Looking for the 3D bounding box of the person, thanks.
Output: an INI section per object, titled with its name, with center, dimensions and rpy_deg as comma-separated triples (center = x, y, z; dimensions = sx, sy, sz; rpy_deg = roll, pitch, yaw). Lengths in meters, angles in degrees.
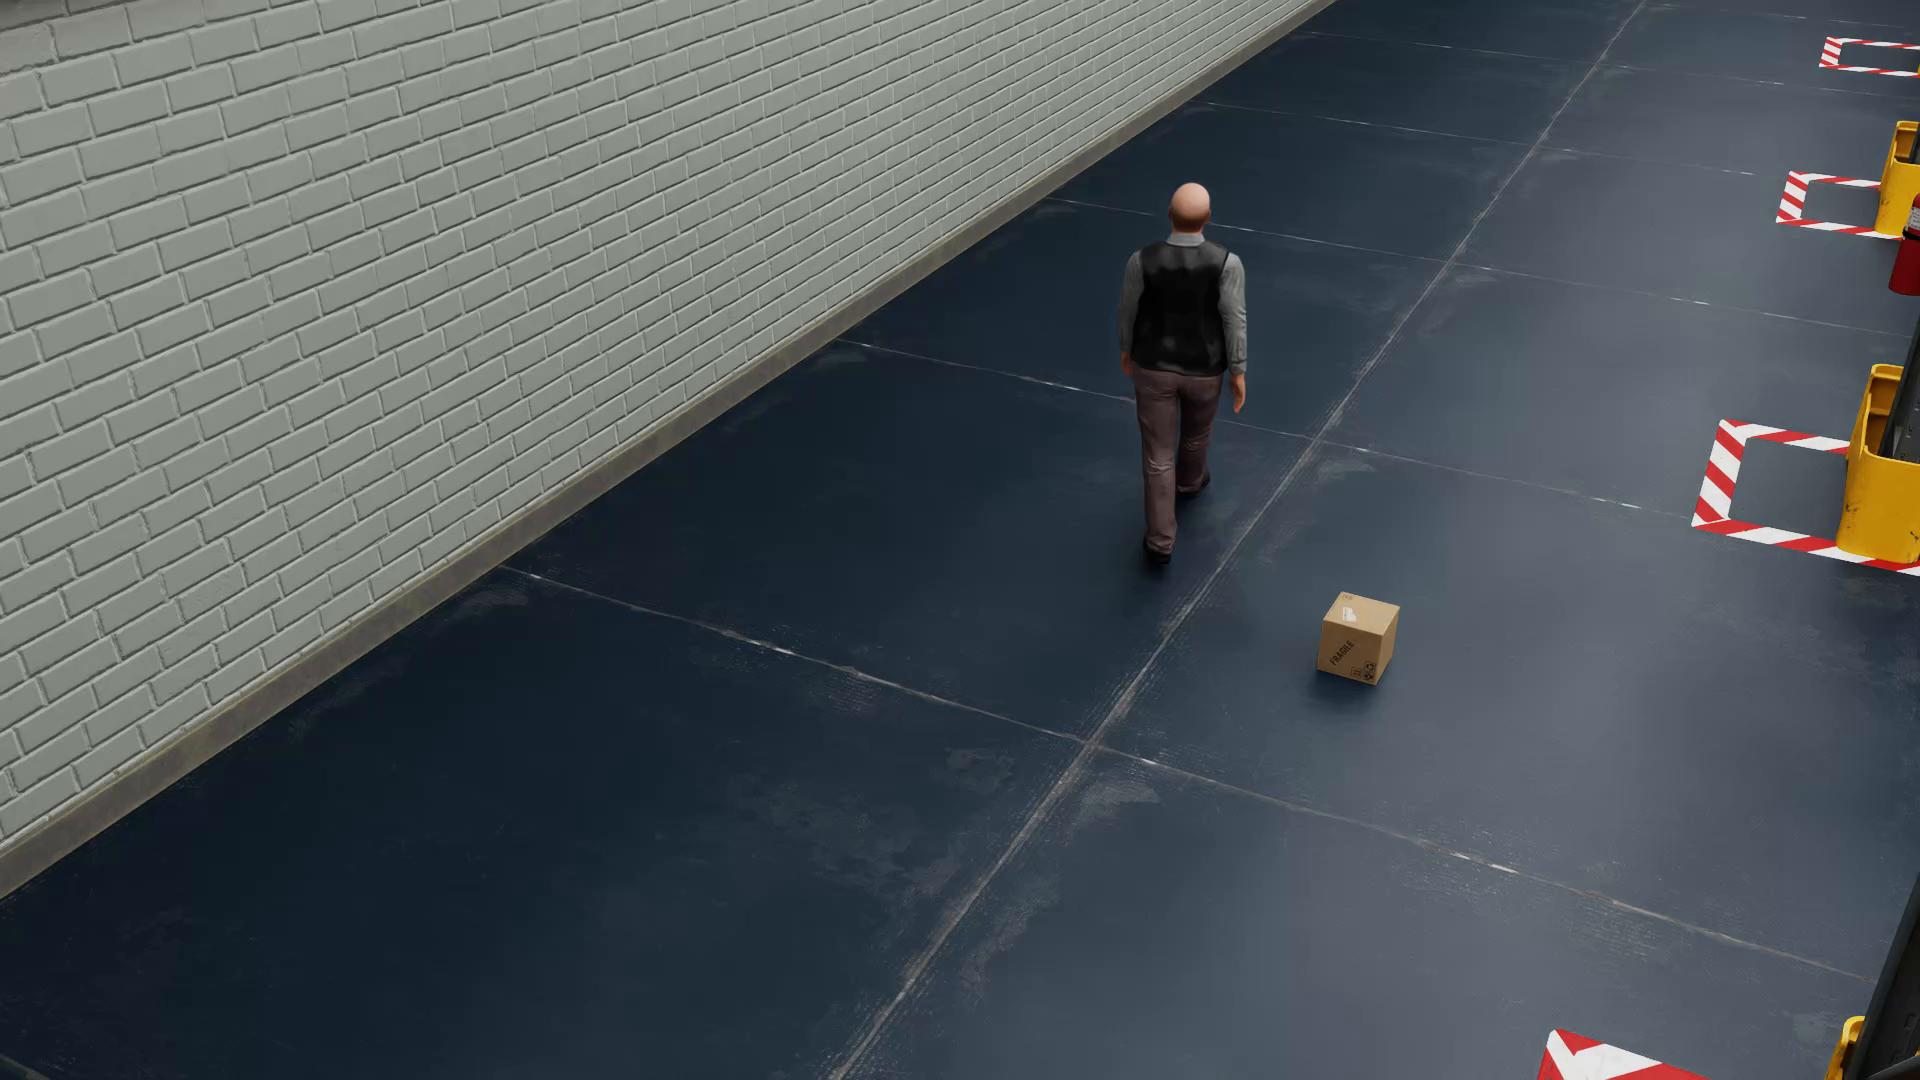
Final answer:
[person]
center = 0.997, -0.822, 7.562
dimensions = 0.585, 1.666, 0.985
rpy_deg = 2, 30, 4
